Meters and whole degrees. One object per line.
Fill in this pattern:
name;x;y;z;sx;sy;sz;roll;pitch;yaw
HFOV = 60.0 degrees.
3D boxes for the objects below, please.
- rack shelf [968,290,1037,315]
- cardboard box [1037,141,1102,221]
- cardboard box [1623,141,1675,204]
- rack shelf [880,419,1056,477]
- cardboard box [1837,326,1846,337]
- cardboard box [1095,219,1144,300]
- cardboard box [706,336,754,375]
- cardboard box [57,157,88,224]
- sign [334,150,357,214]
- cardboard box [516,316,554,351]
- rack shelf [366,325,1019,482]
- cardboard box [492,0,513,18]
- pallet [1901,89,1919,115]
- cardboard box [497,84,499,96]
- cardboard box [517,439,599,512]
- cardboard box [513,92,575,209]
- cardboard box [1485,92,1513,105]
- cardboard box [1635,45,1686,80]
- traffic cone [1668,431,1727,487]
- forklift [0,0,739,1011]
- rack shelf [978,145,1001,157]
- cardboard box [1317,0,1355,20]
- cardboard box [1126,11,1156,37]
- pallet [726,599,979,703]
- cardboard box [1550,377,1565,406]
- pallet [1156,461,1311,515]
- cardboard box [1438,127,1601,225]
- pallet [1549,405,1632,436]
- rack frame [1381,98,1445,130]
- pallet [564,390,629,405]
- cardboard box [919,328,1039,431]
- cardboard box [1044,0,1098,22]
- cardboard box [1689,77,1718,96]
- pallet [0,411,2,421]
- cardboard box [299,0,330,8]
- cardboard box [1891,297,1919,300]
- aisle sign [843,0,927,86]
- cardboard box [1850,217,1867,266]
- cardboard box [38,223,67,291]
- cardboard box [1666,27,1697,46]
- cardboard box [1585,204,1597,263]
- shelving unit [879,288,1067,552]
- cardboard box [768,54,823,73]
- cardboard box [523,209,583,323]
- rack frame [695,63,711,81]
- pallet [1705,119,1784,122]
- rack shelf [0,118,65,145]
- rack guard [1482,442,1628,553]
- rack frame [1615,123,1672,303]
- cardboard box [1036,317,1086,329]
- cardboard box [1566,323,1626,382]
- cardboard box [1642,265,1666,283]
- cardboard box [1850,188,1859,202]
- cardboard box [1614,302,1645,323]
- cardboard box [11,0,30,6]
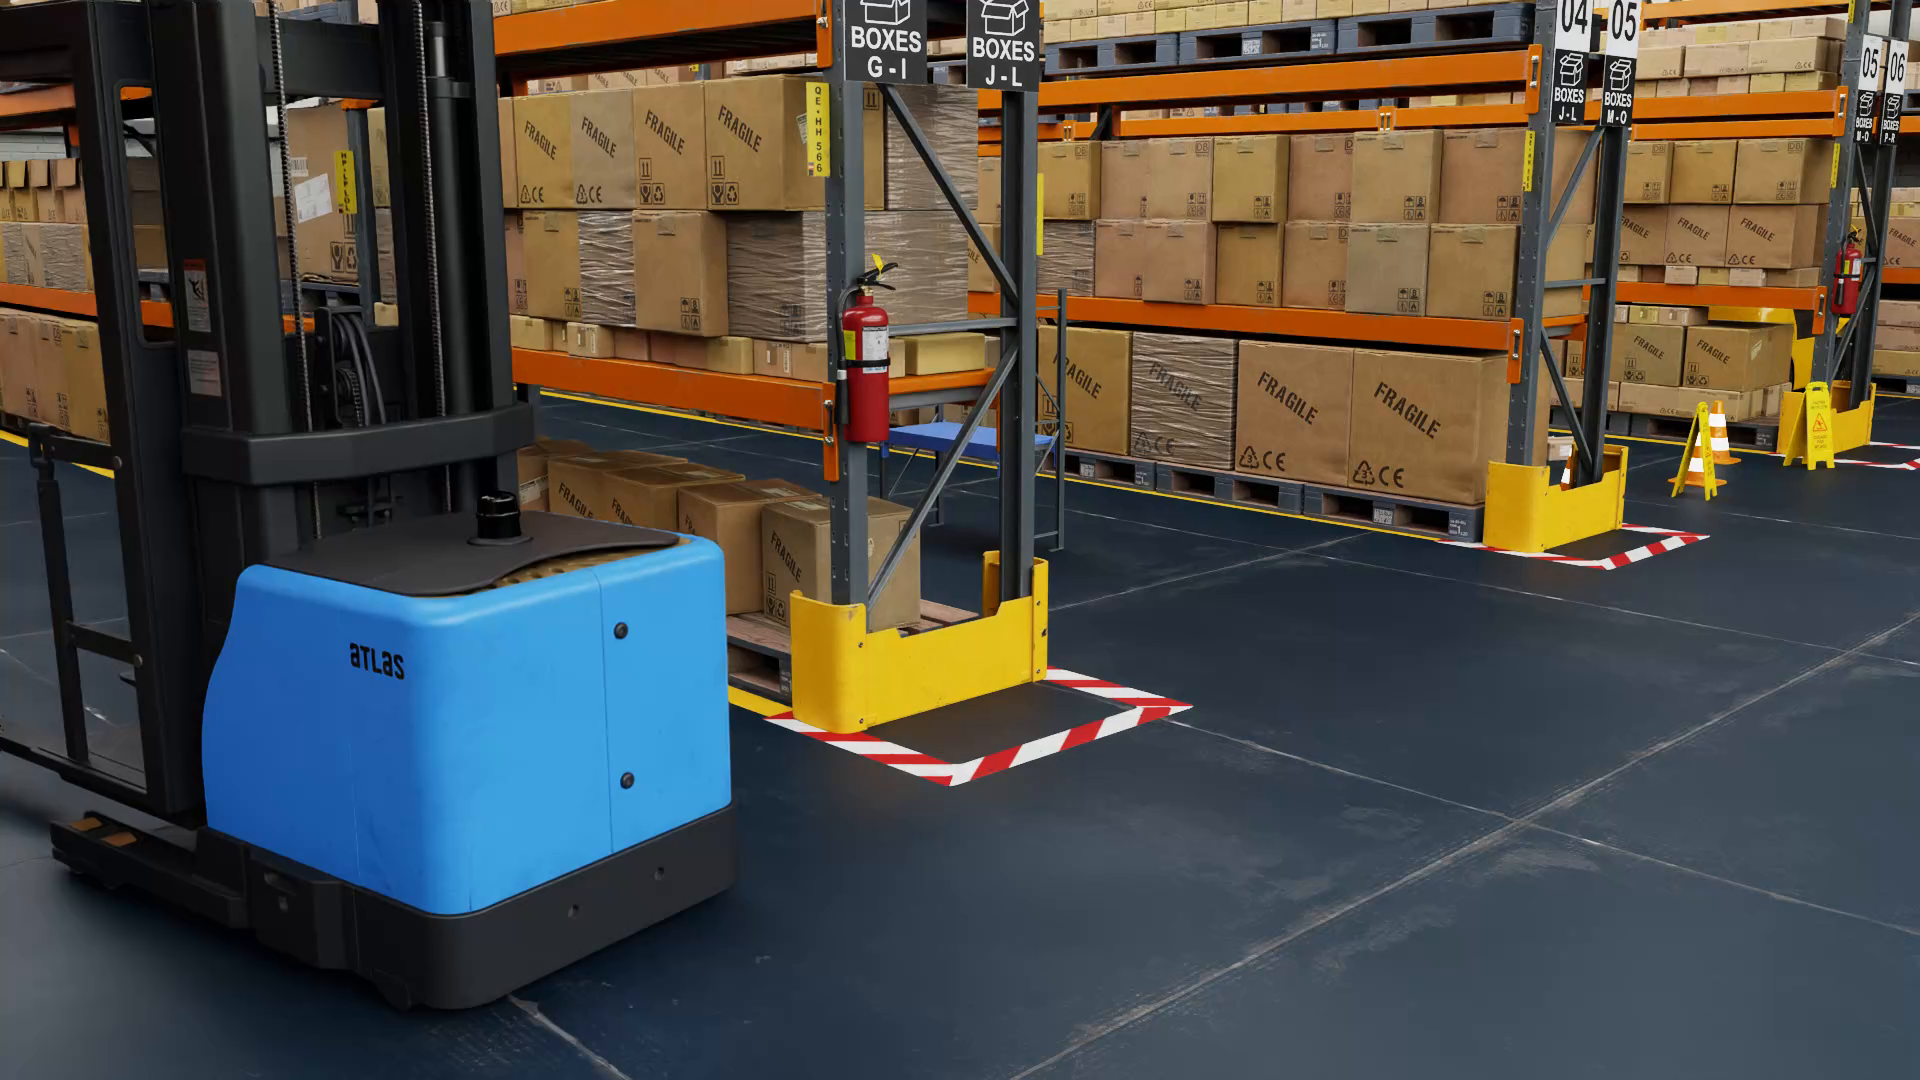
rack shelf;-0.578;-2.020;14.067;1.077;0.370;4.000;-11;16;-43
cardboard box;1.033;-2.624;12.169;0.875;0.550;0.550;-11;16;-43
cardboard box;5.794;-3.065;13.892;0.700;0.500;0.500;-11;16;-43
rack shelf;0.059;-0.546;9.736;0.538;0.185;1.000;-11;16;-43
cardboard box;9.391;-2.172;17.555;0.500;0.250;0.500;-11;16;-44
cardboard box;1.463;-2.025;11.935;0.875;0.550;0.550;-11;16;-43
cardboard box;-0.820;-0.776;6.868;0.380;0.149;0.250;-11;16;-43
cardboard box;-6.557;-2.733;13.009;0.797;0.503;0.637;-10;16;-41
sign;-3.253;-1.894;8.799;0.100;0.325;0.005;-11;16;-43
cardboard box;-1.877;-0.991;7.910;0.380;0.149;0.250;-11;16;-43
rack shelf;-1.473;-0.760;7.950;1.077;0.370;4.000;-11;16;-43
cardboard box;-2.024;-2.548;7.784;0.500;0.250;0.500;11;16;43
pallet;10.194;-4.426;16.748;1.003;0.211;1.213;-11;16;-43
cardboard box;-4.539;-4.901;17.546;0.700;0.500;0.500;-11;16;-42
cardboard box;-2.206;-0.239;8.793;0.500;0.500;0.500;-5;13;-25
cardboard box;-1.682;-1.770;7.608;0.500;0.500;0.500;-11;16;-43
cardboard box;4.887;-3.943;14.805;0.380;0.149;0.250;-10;15;-41
cardboard box;5.819;-3.929;13.748;0.500;0.250;0.500;-10;16;-41
traffic cone;5.278;-0.638;11.860;0.336;0.463;0.334;-11;16;-43
forklift;-2.131;-0.482;4.988;3.031;2.935;1.130;8;14;35
rack shelf;0.995;-6.054;26.211;1.077;0.370;4.000;-11;16;-43
cardboard box;2.388;-3.248;10.142;0.380;0.149;0.250;-11;16;-43
cardboard box;1.333;-3.470;11.222;0.380;0.149;0.250;-11;16;-43
pallet;-0.680;0.411;7.395;1.003;0.211;1.213;-11;16;-43
cardboard box;5.271;-1.367;14.887;0.500;0.250;0.500;-11;16;-43
pallet;2.118;-0.415;11.403;1.003;0.211;1.213;-11;16;-43
cardboard box;3.337;-2.159;9.909;0.875;0.550;0.550;-11;16;-43
pallet;5.650;-1.148;14.962;1.003;0.211;1.213;-11;16;-43
rack frame;4.314;-2.785;15.997;1.000;3.000;0.127;-11;16;-43
pallet;-3.336;-1.591;17.111;1.003;0.211;1.213;-11;16;-43
cardboard box;0.309;-1.263;13.141;1.050;0.750;0.750;-11;16;-43
cardboard box;0.938;-3.766;11.672;0.500;0.250;0.500;-11;16;-42
cardboard box;6.146;-3.682;13.540;0.380;0.149;0.250;-11;16;-42
pallet;-8.847;-1.328;15.834;1.003;0.211;1.213;-11;16;-43
cardboard box;-3.575;-3.137;9.561;0.396;0.266;0.258;-10;15;-41
cardboard box;10.121;-2.411;17.478;0.500;0.250;0.500;-11;16;-42
aisle sign;-0.266;-2.043;5.951;0.394;0.787;0.004;-11;16;-43
cardboard box;9.428;-3.130;17.421;0.500;0.500;0.500;-11;16;-44
cardboard box;-6.837;-2.223;13.022;0.500;0.500;0.500;11;16;43
cardboard box;5.987;-4.105;13.615;0.380;0.149;0.250;-11;16;-43
cardboard box;5.480;-2.661;14.408;0.500;0.500;0.500;-11;16;-42
shelving unit;0.059;-0.722;9.700;0.538;1.500;1.048;-11;16;-43
cardboard box;-1.272;-4.105;14.054;0.500;0.250;0.500;-10;16;-41
cardboard box;-1.534;-1.309;7.847;0.875;0.500;0.500;-11;16;-43
rack frame;-1.959;-5.603;14.805;1.000;3.000;0.127;-11;16;-43
pallet;8.509;-4.782;18.477;1.003;0.211;1.213;-11;16;-43
rack shelf;-9.760;-3.981;16.148;1.077;0.370;4.000;-11;16;-43
rack guard;3.582;-0.269;9.979;1.175;0.500;0.348;-11;16;-43
rack frame;7.901;-3.478;19.357;1.000;3.000;0.127;-11;16;-43
cardboard box;1.134;-2.646;19.548;0.875;0.875;0.875;-11;16;-43
cardboard box;5.628;-1.659;14.444;0.500;0.500;0.500;11;16;44
cardboard box;5.971;-2.255;14.048;0.380;0.149;0.250;-11;16;-42
cardboard box;9.310;-3.601;17.365;0.380;0.149;0.250;-10;16;-41
cardboard box;5.680;-1.946;14.231;0.380;0.149;0.250;-10;15;-40
cardboard box;-7.042;-4.009;13.205;0.797;0.503;0.637;-11;16;-43
